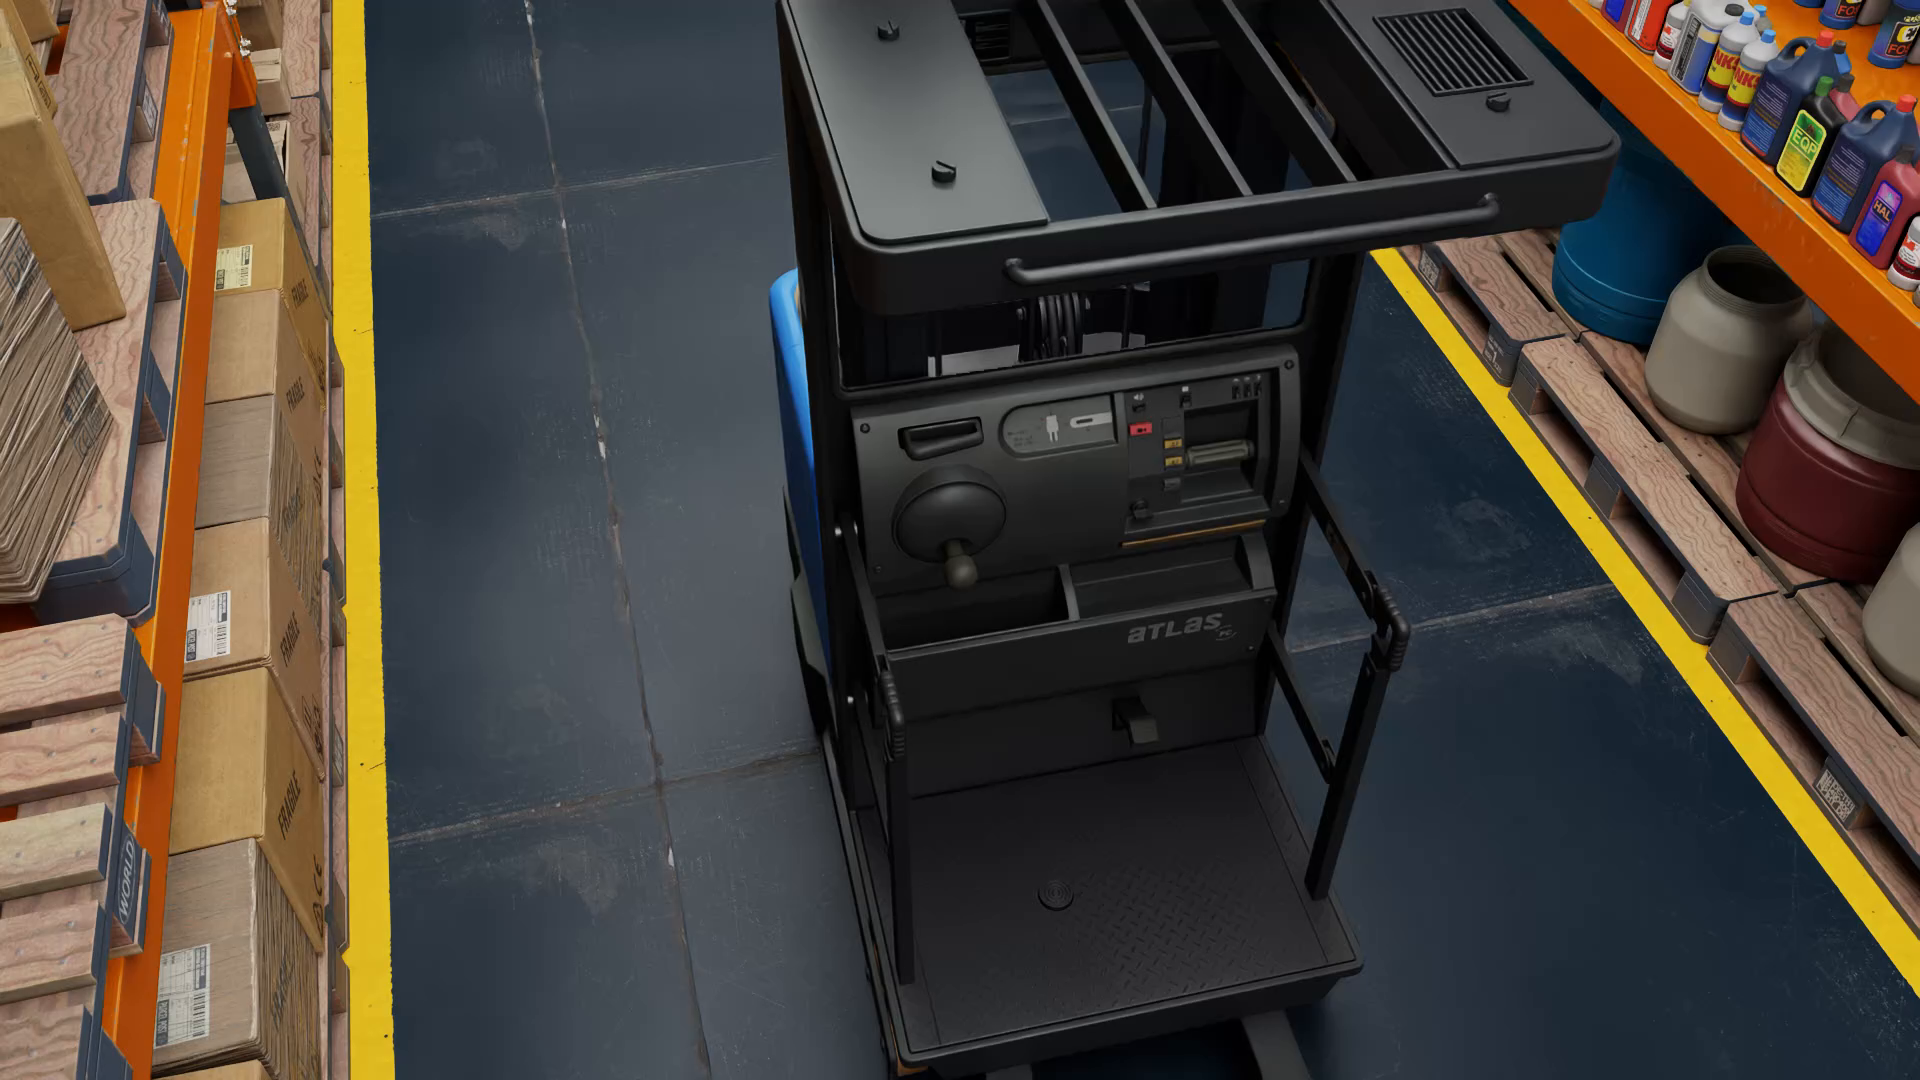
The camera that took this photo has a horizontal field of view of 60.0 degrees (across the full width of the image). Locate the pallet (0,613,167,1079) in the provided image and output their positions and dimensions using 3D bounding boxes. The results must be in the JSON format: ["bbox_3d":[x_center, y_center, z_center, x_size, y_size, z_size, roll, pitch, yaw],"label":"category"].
[{"bbox_3d":[-1.961,0.656,2.641,1.213,0.211,1.003,-11,47,-10],"label":"pallet"}]

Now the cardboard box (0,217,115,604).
[{"bbox_3d":[-2.039,-0.218,3.000,0.700,0.500,0.500,-3,46,-3],"label":"cardboard box"}]

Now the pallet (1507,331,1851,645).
[{"bbox_3d":[2.519,-0.260,5.357,1.003,0.211,1.213,-11,47,-10],"label":"pallet"}]

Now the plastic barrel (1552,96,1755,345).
[{"bbox_3d":[2.350,-1.166,5.467,0.600,0.901,0.708,-11,47,-10],"label":"plastic barrel"}]

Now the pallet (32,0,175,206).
[{"bbox_3d":[-2.645,-1.079,4.341,1.003,0.211,1.213,-11,47,-10],"label":"pallet"}]

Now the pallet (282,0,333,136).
[{"bbox_3d":[-3.234,-2.060,7.121,1.003,0.211,1.213,-11,47,-10],"label":"pallet"}]

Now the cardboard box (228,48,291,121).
[{"bbox_3d":[-2.873,-1.805,6.594,0.380,0.166,0.250,-11,47,-10],"label":"cardboard box"}]

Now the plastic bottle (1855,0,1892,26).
[{"bbox_3d":[2.716,-1.671,4.874,0.152,0.276,0.135,-11,47,-10],"label":"plastic bottle"}]

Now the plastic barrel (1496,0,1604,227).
[{"bbox_3d":[2.168,-1.654,5.946,0.600,0.901,0.708,-11,47,-10],"label":"plastic barrel"}]

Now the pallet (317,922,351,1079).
[{"bbox_3d":[-1.874,1.498,3.634,1.003,0.211,1.213,-11,47,-10],"label":"pallet"}]

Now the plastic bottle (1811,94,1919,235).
[{"bbox_3d":[2.261,-0.950,4.115,0.144,0.351,0.185,-11,47,-10],"label":"plastic bottle"}]

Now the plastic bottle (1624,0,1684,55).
[{"bbox_3d":[2.033,-1.549,4.754,0.152,0.276,0.135,-11,47,-10],"label":"plastic bottle"}]

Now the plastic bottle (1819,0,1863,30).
[{"bbox_3d":[2.600,-1.634,4.841,0.097,0.271,0.097,0,46,0],"label":"plastic bottle"}]

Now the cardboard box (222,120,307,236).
[{"bbox_3d":[-2.642,-1.260,5.959,0.500,0.311,0.500,-11,47,-10],"label":"cardboard box"}]

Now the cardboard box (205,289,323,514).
[{"bbox_3d":[-2.222,-0.366,4.950,0.500,0.500,0.500,-11,47,-10],"label":"cardboard box"}]

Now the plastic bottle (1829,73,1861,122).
[{"bbox_3d":[2.238,-1.039,4.250,0.061,0.283,0.133,-11,47,-10],"label":"plastic bottle"}]

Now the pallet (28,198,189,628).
[{"bbox_3d":[-2.222,-0.231,3.510,1.003,0.211,1.213,-11,47,-10],"label":"pallet"}]

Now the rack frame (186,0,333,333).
[{"bbox_3d":[-2.744,-1.718,4.833,1.000,3.000,0.127,-11,47,-10],"label":"rack frame"}]

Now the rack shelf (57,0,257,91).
[{"bbox_3d":[-3.256,-2.847,6.443,1.077,0.370,4.000,-11,47,-10],"label":"rack shelf"}]

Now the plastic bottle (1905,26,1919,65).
[{"bbox_3d":[2.775,-1.511,4.717,0.152,0.276,0.135,-11,47,-10],"label":"plastic bottle"}]

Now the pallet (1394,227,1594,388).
[{"bbox_3d":[2.203,-1.104,6.184,1.003,0.211,1.213,-11,47,-10],"label":"pallet"}]

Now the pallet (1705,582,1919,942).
[{"bbox_3d":[2.828,0.580,4.534,1.003,0.211,1.213,-11,47,-10],"label":"pallet"}]

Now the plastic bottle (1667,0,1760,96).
[{"bbox_3d":[2.092,-1.389,4.597,0.152,0.276,0.135,-11,47,-10],"label":"plastic bottle"}]

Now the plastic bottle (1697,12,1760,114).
[{"bbox_3d":[2.095,-1.302,4.516,0.097,0.271,0.097,0,46,0],"label":"plastic bottle"}]

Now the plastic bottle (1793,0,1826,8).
[{"bbox_3d":[2.566,-1.727,4.932,0.097,0.271,0.097,0,46,0],"label":"plastic bottle"}]

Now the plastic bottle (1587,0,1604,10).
[{"bbox_3d":[1.943,-1.690,4.945,0.097,0.201,0.097,0,46,0],"label":"plastic bottle"}]

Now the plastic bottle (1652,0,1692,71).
[{"bbox_3d":[2.036,-1.438,4.698,0.097,0.201,0.097,0,46,0],"label":"plastic bottle"}]

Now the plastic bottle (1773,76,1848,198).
[{"bbox_3d":[2.180,-1.028,4.239,0.061,0.283,0.133,-11,47,-10],"label":"plastic bottle"}]

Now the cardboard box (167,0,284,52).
[{"bbox_3d":[-3.230,-2.294,6.838,0.797,0.503,0.637,-11,47,-10],"label":"cardboard box"}]

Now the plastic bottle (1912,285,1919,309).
[{"bbox_3d":[2.333,-0.636,3.913,0.097,0.201,0.097,0,46,0],"label":"plastic bottle"}]

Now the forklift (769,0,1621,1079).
[{"bbox_3d":[0.298,-0.051,3.248,1.130,2.935,3.031,-9,46,-9],"label":"forklift"}]

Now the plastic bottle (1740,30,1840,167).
[{"bbox_3d":[2.179,-1.169,4.330,0.144,0.351,0.185,-11,47,-10],"label":"plastic bottle"}]

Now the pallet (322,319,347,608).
[{"bbox_3d":[-2.499,-0.187,5.285,1.003,0.211,1.213,-11,47,-10],"label":"pallet"}]

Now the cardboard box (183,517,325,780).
[{"bbox_3d":[-1.961,0.331,4.267,0.500,0.500,0.500,-12,47,-12],"label":"cardboard box"}]

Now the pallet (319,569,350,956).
[{"bbox_3d":[-2.183,0.657,4.458,1.003,0.211,1.213,-11,47,-10],"label":"pallet"}]

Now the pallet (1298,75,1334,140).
[{"bbox_3d":[1.820,-2.145,7.205,1.003,0.211,1.213,-11,47,-10],"label":"pallet"}]

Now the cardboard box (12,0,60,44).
[{"bbox_3d":[-2.839,-1.532,4.287,0.700,0.500,0.500,-26,51,-23],"label":"cardboard box"}]

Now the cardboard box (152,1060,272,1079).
[{"bbox_3d":[-1.560,1.398,3.221,0.500,0.500,0.500,-9,46,-9],"label":"cardboard box"}]

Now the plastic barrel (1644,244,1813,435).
[{"bbox_3d":[2.408,-0.623,5.208,0.421,0.512,0.421,0,46,0],"label":"plastic barrel"}]

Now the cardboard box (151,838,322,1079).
[{"bbox_3d":[-1.699,1.038,3.575,0.500,0.500,0.500,-12,47,-12],"label":"cardboard box"}]

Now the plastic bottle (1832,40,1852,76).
[{"bbox_3d":[2.285,-1.194,4.410,0.097,0.271,0.097,0,46,0],"label":"plastic bottle"}]

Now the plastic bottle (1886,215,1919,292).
[{"bbox_3d":[2.308,-0.704,3.978,0.097,0.201,0.097,0,46,0],"label":"plastic bottle"}]

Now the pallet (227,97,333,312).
[{"bbox_3d":[-2.919,-1.216,6.294,1.003,0.211,1.213,-11,47,-10],"label":"pallet"}]

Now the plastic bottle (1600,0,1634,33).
[{"bbox_3d":[1.954,-1.635,4.834,0.061,0.283,0.133,-11,47,-10],"label":"plastic bottle"}]

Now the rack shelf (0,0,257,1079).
[{"bbox_3d":[-2.232,-0.085,3.737,1.077,0.370,4.000,-11,47,-10],"label":"rack shelf"}]

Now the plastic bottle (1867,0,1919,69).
[{"bbox_3d":[2.660,-1.474,4.684,0.097,0.271,0.097,0,46,0],"label":"plastic bottle"}]

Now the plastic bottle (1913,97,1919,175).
[{"bbox_3d":[2.353,-0.963,4.175,0.061,0.283,0.133,-11,47,-10],"label":"plastic bottle"}]

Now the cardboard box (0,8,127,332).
[{"bbox_3d":[-2.232,-0.691,3.463,0.700,0.500,0.500,-22,50,-20],"label":"cardboard box"}]

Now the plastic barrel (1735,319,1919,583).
[{"bbox_3d":[2.639,-0.276,4.815,0.600,0.588,0.708,-11,47,-10],"label":"plastic barrel"}]

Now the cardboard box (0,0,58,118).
[{"bbox_3d":[-2.601,-1.068,3.833,0.700,0.500,0.500,-4,46,-4],"label":"cardboard box"}]

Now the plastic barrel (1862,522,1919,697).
[{"bbox_3d":[2.697,0.157,4.444,0.421,0.512,0.421,0,46,0],"label":"plastic barrel"}]

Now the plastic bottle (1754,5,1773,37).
[{"bbox_3d":[2.208,-1.398,4.659,0.097,0.201,0.097,0,46,0],"label":"plastic bottle"}]

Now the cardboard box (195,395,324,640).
[{"bbox_3d":[-2.094,-0.019,4.611,0.500,0.500,0.500,-10,46,-10],"label":"cardboard box"}]

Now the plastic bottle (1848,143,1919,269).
[{"bbox_3d":[2.261,-0.809,4.024,0.061,0.283,0.133,-11,47,-10],"label":"plastic bottle"}]

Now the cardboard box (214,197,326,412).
[{"bbox_3d":[-2.340,-0.708,5.286,0.500,0.500,0.500,-11,47,-11],"label":"cardboard box"}]

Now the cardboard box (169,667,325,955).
[{"bbox_3d":[-1.823,0.691,3.915,0.500,0.500,0.500,-11,47,-11],"label":"cardboard box"}]

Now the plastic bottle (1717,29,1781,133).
[{"bbox_3d":[2.120,-1.235,4.450,0.097,0.271,0.097,0,46,0],"label":"plastic bottle"}]
